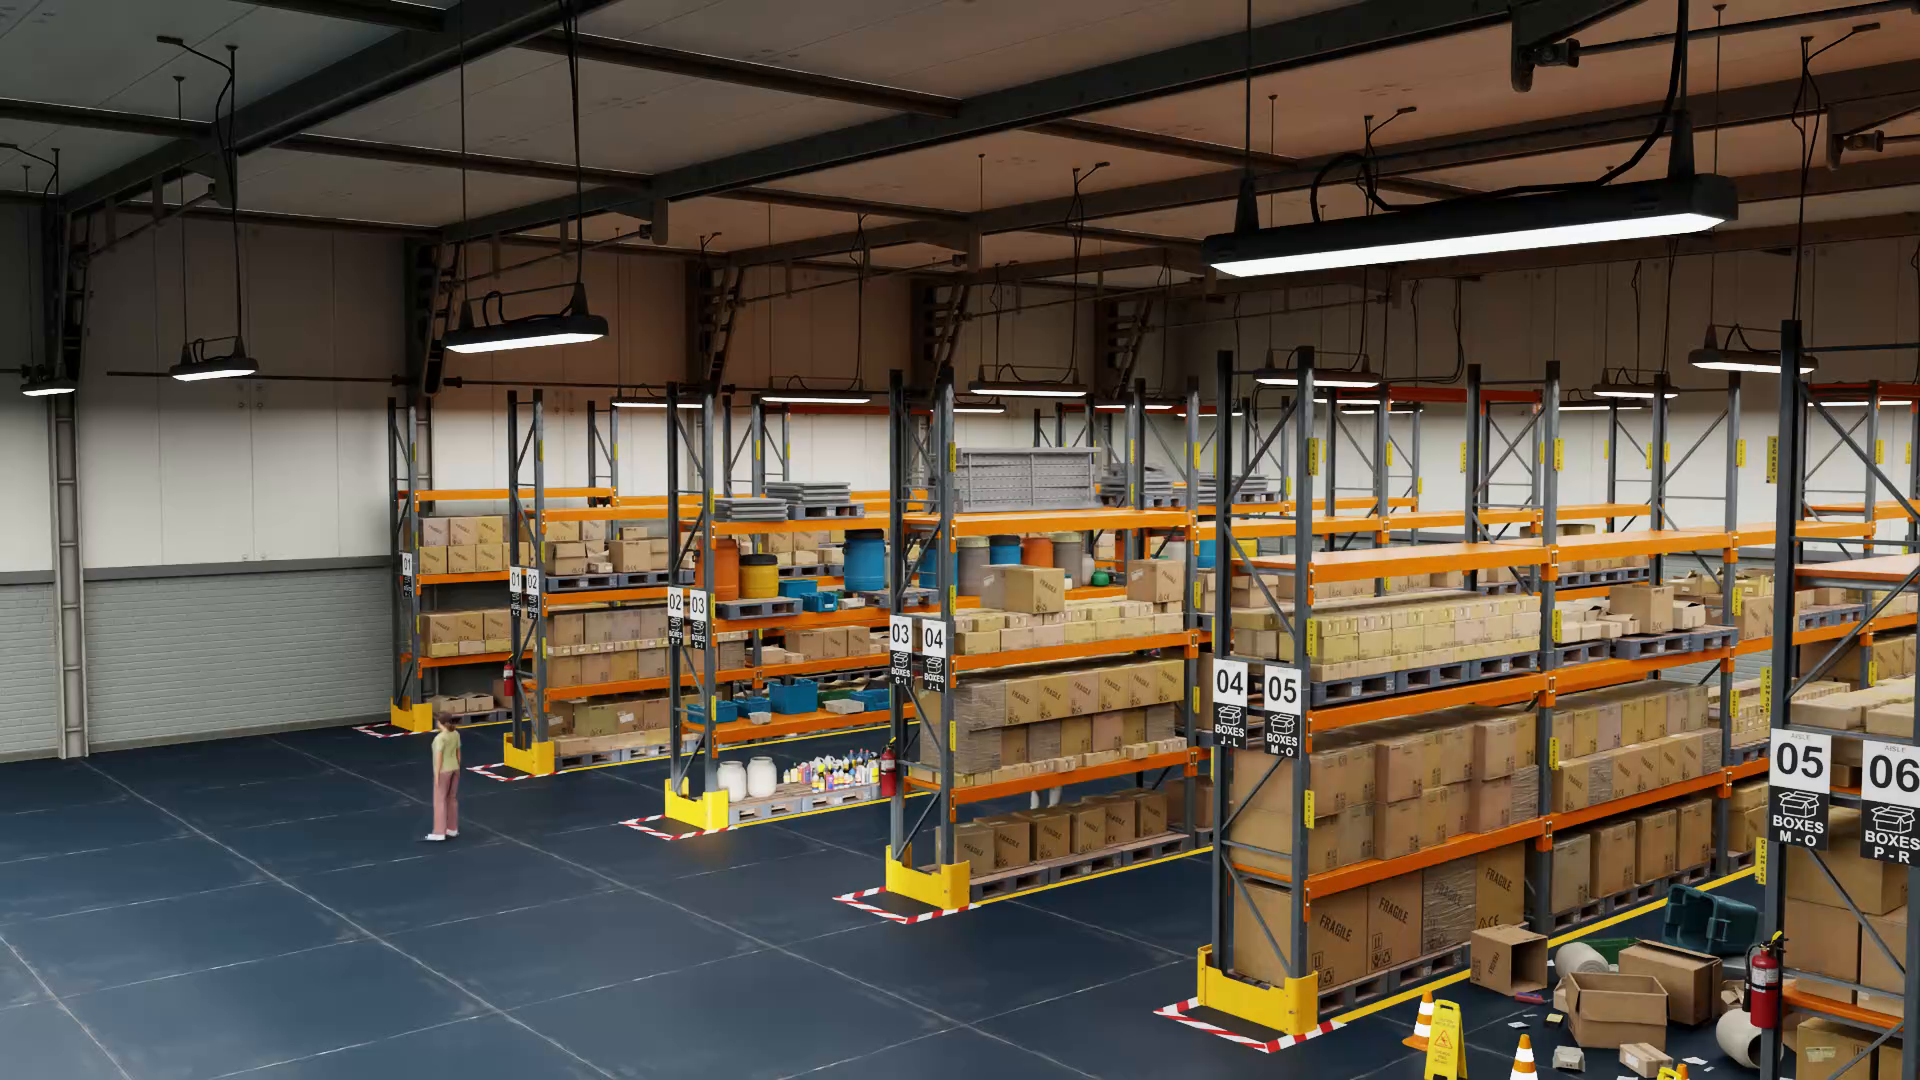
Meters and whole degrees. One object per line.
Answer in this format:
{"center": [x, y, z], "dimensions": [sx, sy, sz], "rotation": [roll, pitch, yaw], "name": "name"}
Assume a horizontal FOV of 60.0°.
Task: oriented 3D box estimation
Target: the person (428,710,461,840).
{"center": [-6.749, 3.050, 21.704], "dimensions": [0.417, 1.678, 0.478], "rotation": [1, 3, 18], "name": "person"}

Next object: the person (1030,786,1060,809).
{"center": [1.090, 3.004, 22.005], "dimensions": [0.617, 1.832, 0.515], "rotation": [1, 3, 10], "name": "person"}
